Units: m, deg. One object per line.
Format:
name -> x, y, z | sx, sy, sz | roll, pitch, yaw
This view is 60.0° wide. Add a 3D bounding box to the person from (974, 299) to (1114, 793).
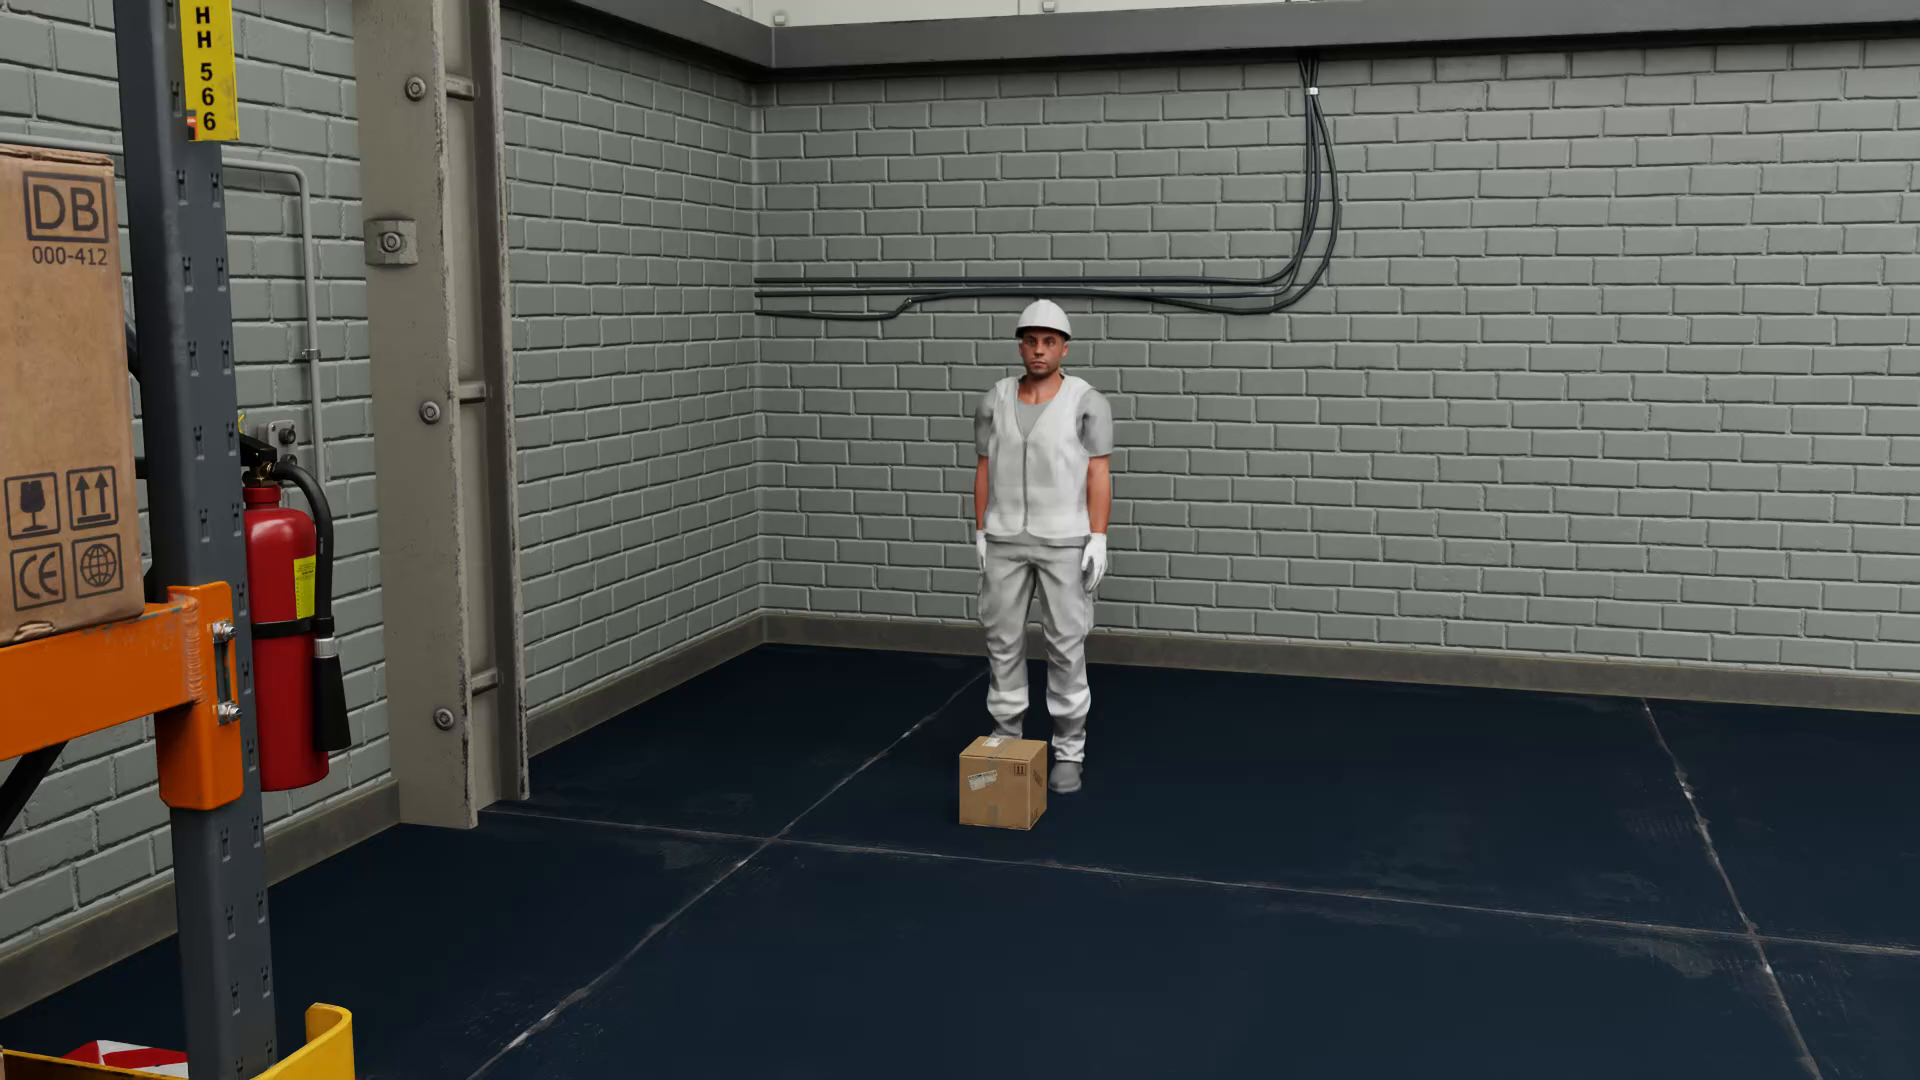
person -> 0.290, 0.021, 6.118 | 0.524, 1.795, 0.351 | 3, 9, 18
